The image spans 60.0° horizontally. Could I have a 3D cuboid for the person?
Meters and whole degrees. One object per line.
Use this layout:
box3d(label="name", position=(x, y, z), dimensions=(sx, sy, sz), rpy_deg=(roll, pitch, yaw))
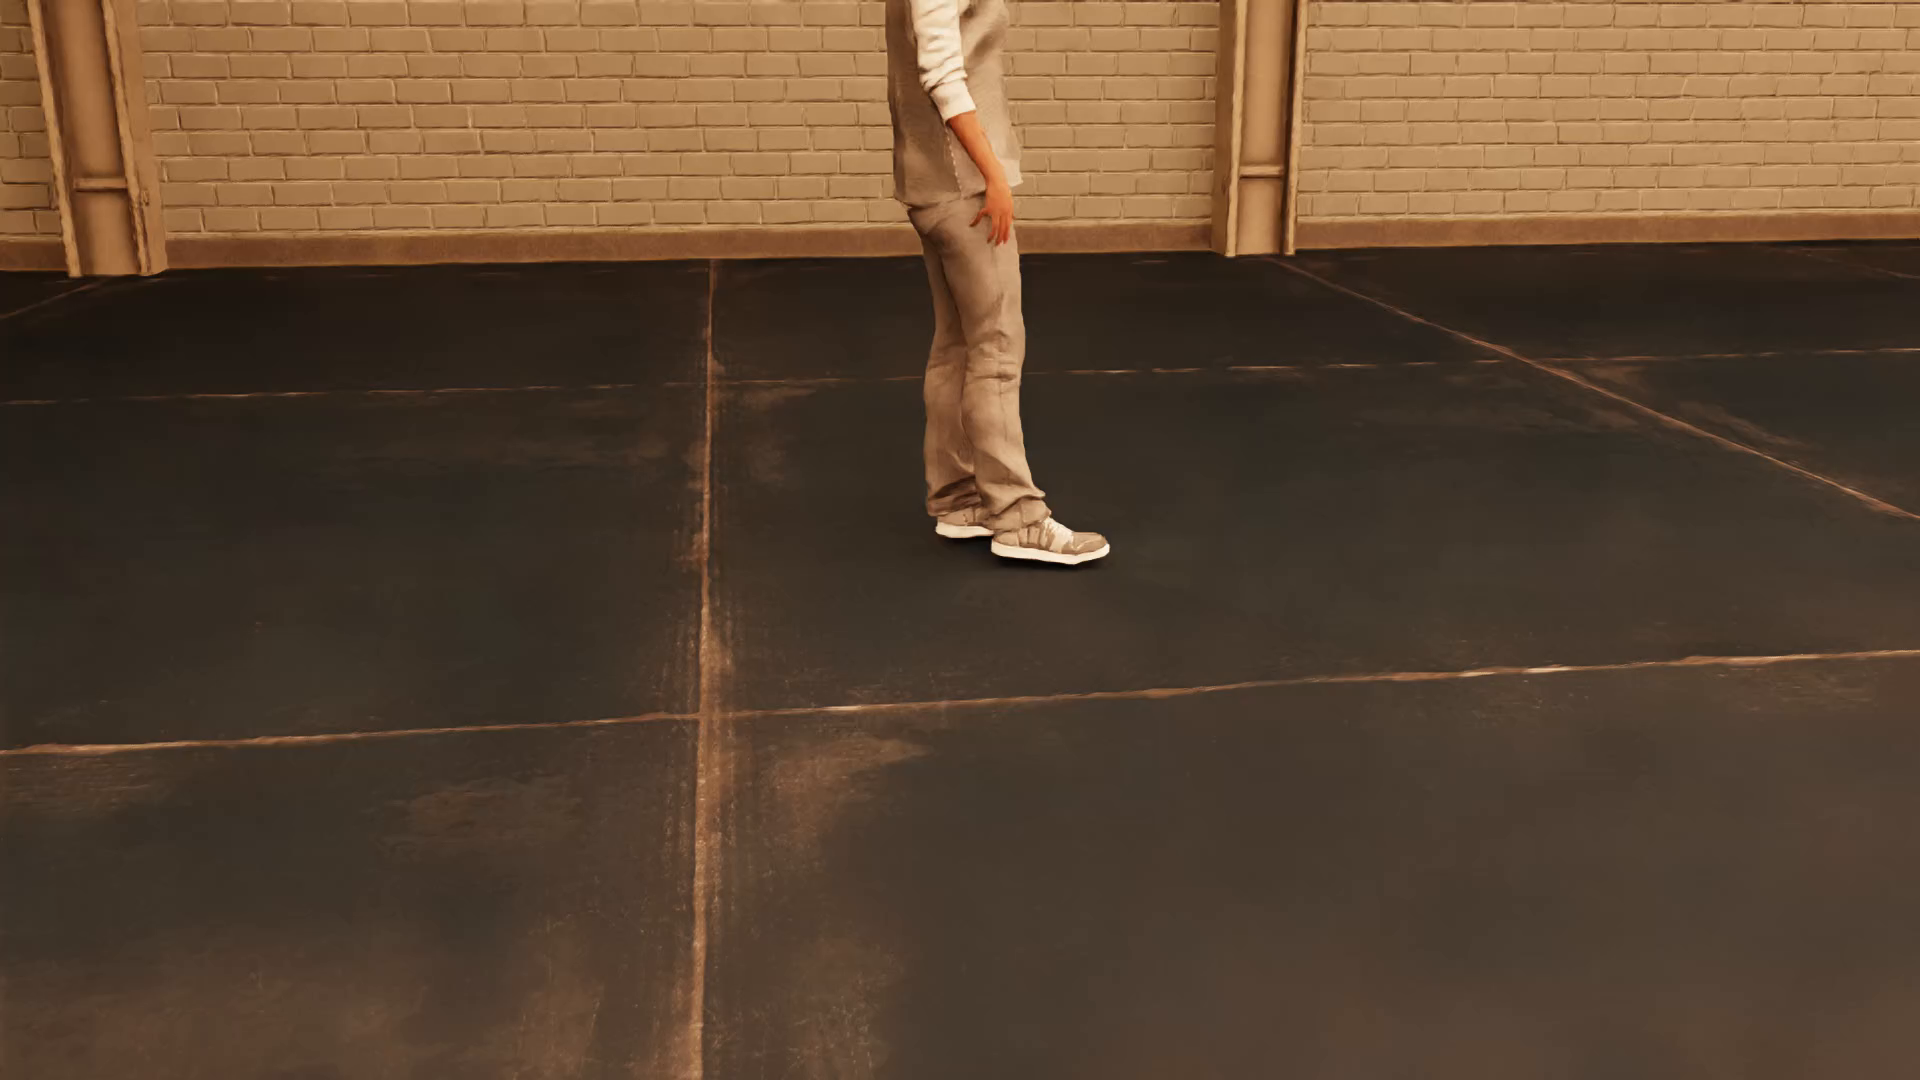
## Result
box3d(label="person", position=(0.075, -0.770, 3.730), dimensions=(0.474, 1.597, 0.521), rpy_deg=(-2, 17, -8))
